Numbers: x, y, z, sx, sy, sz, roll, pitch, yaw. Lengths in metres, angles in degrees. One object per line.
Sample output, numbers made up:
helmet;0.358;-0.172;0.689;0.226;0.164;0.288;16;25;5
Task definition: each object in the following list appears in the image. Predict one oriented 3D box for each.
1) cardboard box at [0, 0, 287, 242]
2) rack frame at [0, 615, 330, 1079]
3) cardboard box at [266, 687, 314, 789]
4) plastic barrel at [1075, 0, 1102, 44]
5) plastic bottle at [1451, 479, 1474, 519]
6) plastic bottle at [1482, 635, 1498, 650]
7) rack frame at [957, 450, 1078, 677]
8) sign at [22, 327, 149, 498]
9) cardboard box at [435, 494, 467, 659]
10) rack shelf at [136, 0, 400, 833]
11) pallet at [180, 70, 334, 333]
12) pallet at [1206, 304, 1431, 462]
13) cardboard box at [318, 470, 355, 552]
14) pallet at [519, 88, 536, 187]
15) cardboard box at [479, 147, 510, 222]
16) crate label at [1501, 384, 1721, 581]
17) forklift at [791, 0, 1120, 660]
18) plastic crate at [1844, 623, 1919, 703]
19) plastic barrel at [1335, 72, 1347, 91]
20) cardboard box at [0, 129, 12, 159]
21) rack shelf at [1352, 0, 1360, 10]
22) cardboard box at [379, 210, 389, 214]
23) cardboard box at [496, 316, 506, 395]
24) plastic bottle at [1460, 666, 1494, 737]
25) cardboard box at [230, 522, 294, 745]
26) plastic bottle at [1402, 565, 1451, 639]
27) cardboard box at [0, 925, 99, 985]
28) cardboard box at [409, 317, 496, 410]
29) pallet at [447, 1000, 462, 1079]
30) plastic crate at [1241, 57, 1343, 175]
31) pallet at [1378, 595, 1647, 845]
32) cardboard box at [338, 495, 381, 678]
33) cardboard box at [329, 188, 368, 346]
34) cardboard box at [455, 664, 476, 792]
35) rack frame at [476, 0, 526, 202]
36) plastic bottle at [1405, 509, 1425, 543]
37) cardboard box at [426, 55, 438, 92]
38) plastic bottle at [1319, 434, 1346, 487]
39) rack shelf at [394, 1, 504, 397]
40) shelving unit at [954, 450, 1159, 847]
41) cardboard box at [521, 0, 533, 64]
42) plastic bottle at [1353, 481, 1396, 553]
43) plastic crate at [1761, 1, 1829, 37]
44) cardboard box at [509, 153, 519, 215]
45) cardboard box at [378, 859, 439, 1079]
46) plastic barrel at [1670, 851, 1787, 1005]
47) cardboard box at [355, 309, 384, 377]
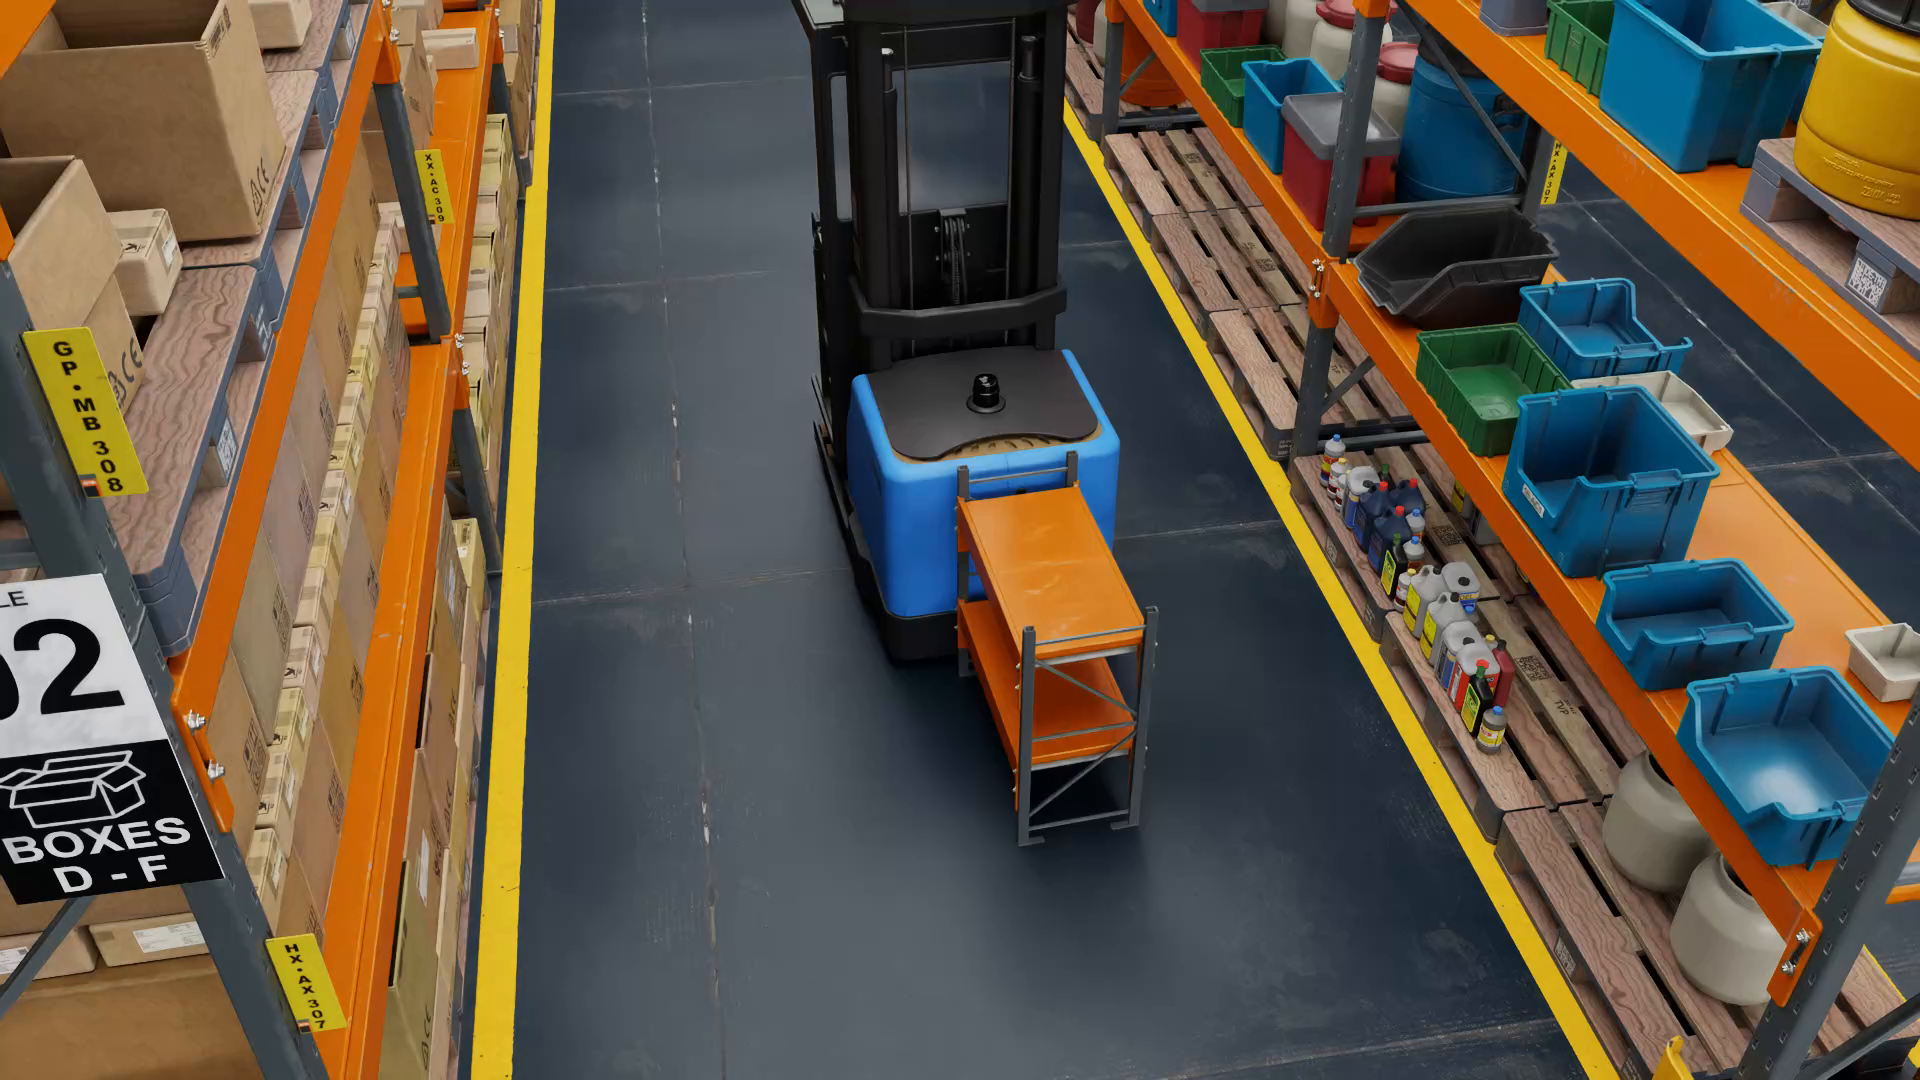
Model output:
cardboard box;-2.010;-1.067;4.095;0.500;0.500;0.500;-6;38;-8
rack frame;-1.988;1.411;3.889;1.000;3.000;0.127;-6;38;-8
cardboard box;-1.936;0.545;4.393;0.380;0.149;0.250;-6;38;-8
plastic barrel;1.186;-4.141;12.658;0.600;0.588;0.708;-6;38;-8
plastic bottle;2.442;-0.290;7.878;0.144;0.351;0.185;-6;38;-8
plastic bottle;2.213;0.486;7.002;0.097;0.201;0.097;0;38;0
rack frame;0.235;0.120;7.079;0.500;1.125;0.032;-8;39;-10
sign;-1.441;-0.206;2.748;0.100;0.325;0.005;-6;38;-8
cardboard box;-2.317;0.179;6.763;0.500;0.500;0.500;-6;38;-8
rack shelf;-2.339;-0.698;4.744;1.077;0.370;4.000;-6;38;-8
pallet;-2.304;-0.907;4.499;1.003;0.211;1.213;-6;38;-8
pallet;2.012;-0.905;9.142;1.003;0.211;1.213;-6;38;-8
cardboard box;-2.114;-0.073;5.189;0.380;0.149;0.250;-6;38;-8
pallet;-3.484;-2.775;11.550;1.003;0.211;1.213;-6;38;-8
cardboard box;-2.959;-2.119;9.875;0.500;0.311;0.500;-7;38;-9
crate label;2.300;-0.216;5.954;0.502;0.435;0.616;-6;38;-8
forklift;-0.143;-1.534;7.735;1.130;2.935;3.031;-8;39;-10
plastic crate;3.049;0.409;5.393;0.298;0.136;0.250;-6;38;-8
plastic barrel;2.107;-2.297;8.774;0.301;0.262;0.301;0;38;0
cardboard box;-2.547;-0.963;4.115;0.500;0.311;0.500;-2;38;-3
rack shelf;1.837;-3.644;8.537;1.077;0.370;4.000;-6;38;-8
cardboard box;-2.819;-1.238;7.421;0.500;0.250;0.500;-4;38;-5
cardboard box;-2.698;-0.977;8.861;0.500;0.250;0.500;-7;38;-9
plastic bottle;2.097;0.649;6.726;0.061;0.283;0.133;-5;38;-7
cardboard box;-2.164;0.227;4.274;0.700;0.500;0.500;-7;38;-9
plastic bottle;2.028;0.240;7.197;0.144;0.351;0.185;-7;38;-8
cardboard box;-2.243;0.905;3.930;0.380;0.149;0.250;-7;38;-9
cardboard box;-2.599;-0.886;8.287;0.500;0.311;0.500;-7;38;-8
pallet;-2.164;2.055;5.333;1.003;0.211;1.213;-6;38;-8
plastic crate;1.688;-2.162;8.501;0.392;0.384;0.575;-6;38;-8
pallet;2.482;0.714;7.059;1.003;0.211;1.213;-6;38;-8
cardboard box;-2.332;0.153;5.426;0.700;0.500;0.500;-5;38;-7
cardboard box;-2.516;-0.984;5.833;0.700;0.500;0.500;-6;38;-8
cardboard box;-2.213;0.775;6.606;0.500;0.250;0.500;-6;38;-8
rack frame;-3.391;-3.421;10.108;1.000;3.000;0.127;-6;38;-8
plastic bottle;2.065;-0.025;7.603;0.097;0.271;0.097;0;38;0
cardboard box;-3.112;-2.558;9.202;0.380;0.149;0.250;-4;38;-5
plastic bottle;1.812;-0.392;8.075;0.097;0.271;0.097;0;38;0
rack shelf;-3.040;-1.929;8.774;1.077;0.370;4.000;-6;38;-8
shelving unit;0.352;0.424;6.688;0.538;1.125;1.048;-8;39;-10
cardboard box;-3.466;-3.847;12.336;0.500;0.500;0.500;-7;38;-9
plastic bottle;1.921;-0.131;7.674;0.144;0.351;0.185;-5;38;-7
plastic crate;2.867;-1.690;5.650;0.243;0.136;0.396;-6;38;-8
cardboard box;-3.058;-2.210;10.448;0.500;0.250;0.500;-5;38;-7
cardboard box;-1.953;1.385;5.210;0.500;0.500;0.500;-6;38;-8
plastic barrel;2.698;1.308;5.707;0.421;0.512;0.421;0;38;0
cardboard box;-2.294;-0.694;5.987;0.380;0.149;0.250;-6;38;-8
